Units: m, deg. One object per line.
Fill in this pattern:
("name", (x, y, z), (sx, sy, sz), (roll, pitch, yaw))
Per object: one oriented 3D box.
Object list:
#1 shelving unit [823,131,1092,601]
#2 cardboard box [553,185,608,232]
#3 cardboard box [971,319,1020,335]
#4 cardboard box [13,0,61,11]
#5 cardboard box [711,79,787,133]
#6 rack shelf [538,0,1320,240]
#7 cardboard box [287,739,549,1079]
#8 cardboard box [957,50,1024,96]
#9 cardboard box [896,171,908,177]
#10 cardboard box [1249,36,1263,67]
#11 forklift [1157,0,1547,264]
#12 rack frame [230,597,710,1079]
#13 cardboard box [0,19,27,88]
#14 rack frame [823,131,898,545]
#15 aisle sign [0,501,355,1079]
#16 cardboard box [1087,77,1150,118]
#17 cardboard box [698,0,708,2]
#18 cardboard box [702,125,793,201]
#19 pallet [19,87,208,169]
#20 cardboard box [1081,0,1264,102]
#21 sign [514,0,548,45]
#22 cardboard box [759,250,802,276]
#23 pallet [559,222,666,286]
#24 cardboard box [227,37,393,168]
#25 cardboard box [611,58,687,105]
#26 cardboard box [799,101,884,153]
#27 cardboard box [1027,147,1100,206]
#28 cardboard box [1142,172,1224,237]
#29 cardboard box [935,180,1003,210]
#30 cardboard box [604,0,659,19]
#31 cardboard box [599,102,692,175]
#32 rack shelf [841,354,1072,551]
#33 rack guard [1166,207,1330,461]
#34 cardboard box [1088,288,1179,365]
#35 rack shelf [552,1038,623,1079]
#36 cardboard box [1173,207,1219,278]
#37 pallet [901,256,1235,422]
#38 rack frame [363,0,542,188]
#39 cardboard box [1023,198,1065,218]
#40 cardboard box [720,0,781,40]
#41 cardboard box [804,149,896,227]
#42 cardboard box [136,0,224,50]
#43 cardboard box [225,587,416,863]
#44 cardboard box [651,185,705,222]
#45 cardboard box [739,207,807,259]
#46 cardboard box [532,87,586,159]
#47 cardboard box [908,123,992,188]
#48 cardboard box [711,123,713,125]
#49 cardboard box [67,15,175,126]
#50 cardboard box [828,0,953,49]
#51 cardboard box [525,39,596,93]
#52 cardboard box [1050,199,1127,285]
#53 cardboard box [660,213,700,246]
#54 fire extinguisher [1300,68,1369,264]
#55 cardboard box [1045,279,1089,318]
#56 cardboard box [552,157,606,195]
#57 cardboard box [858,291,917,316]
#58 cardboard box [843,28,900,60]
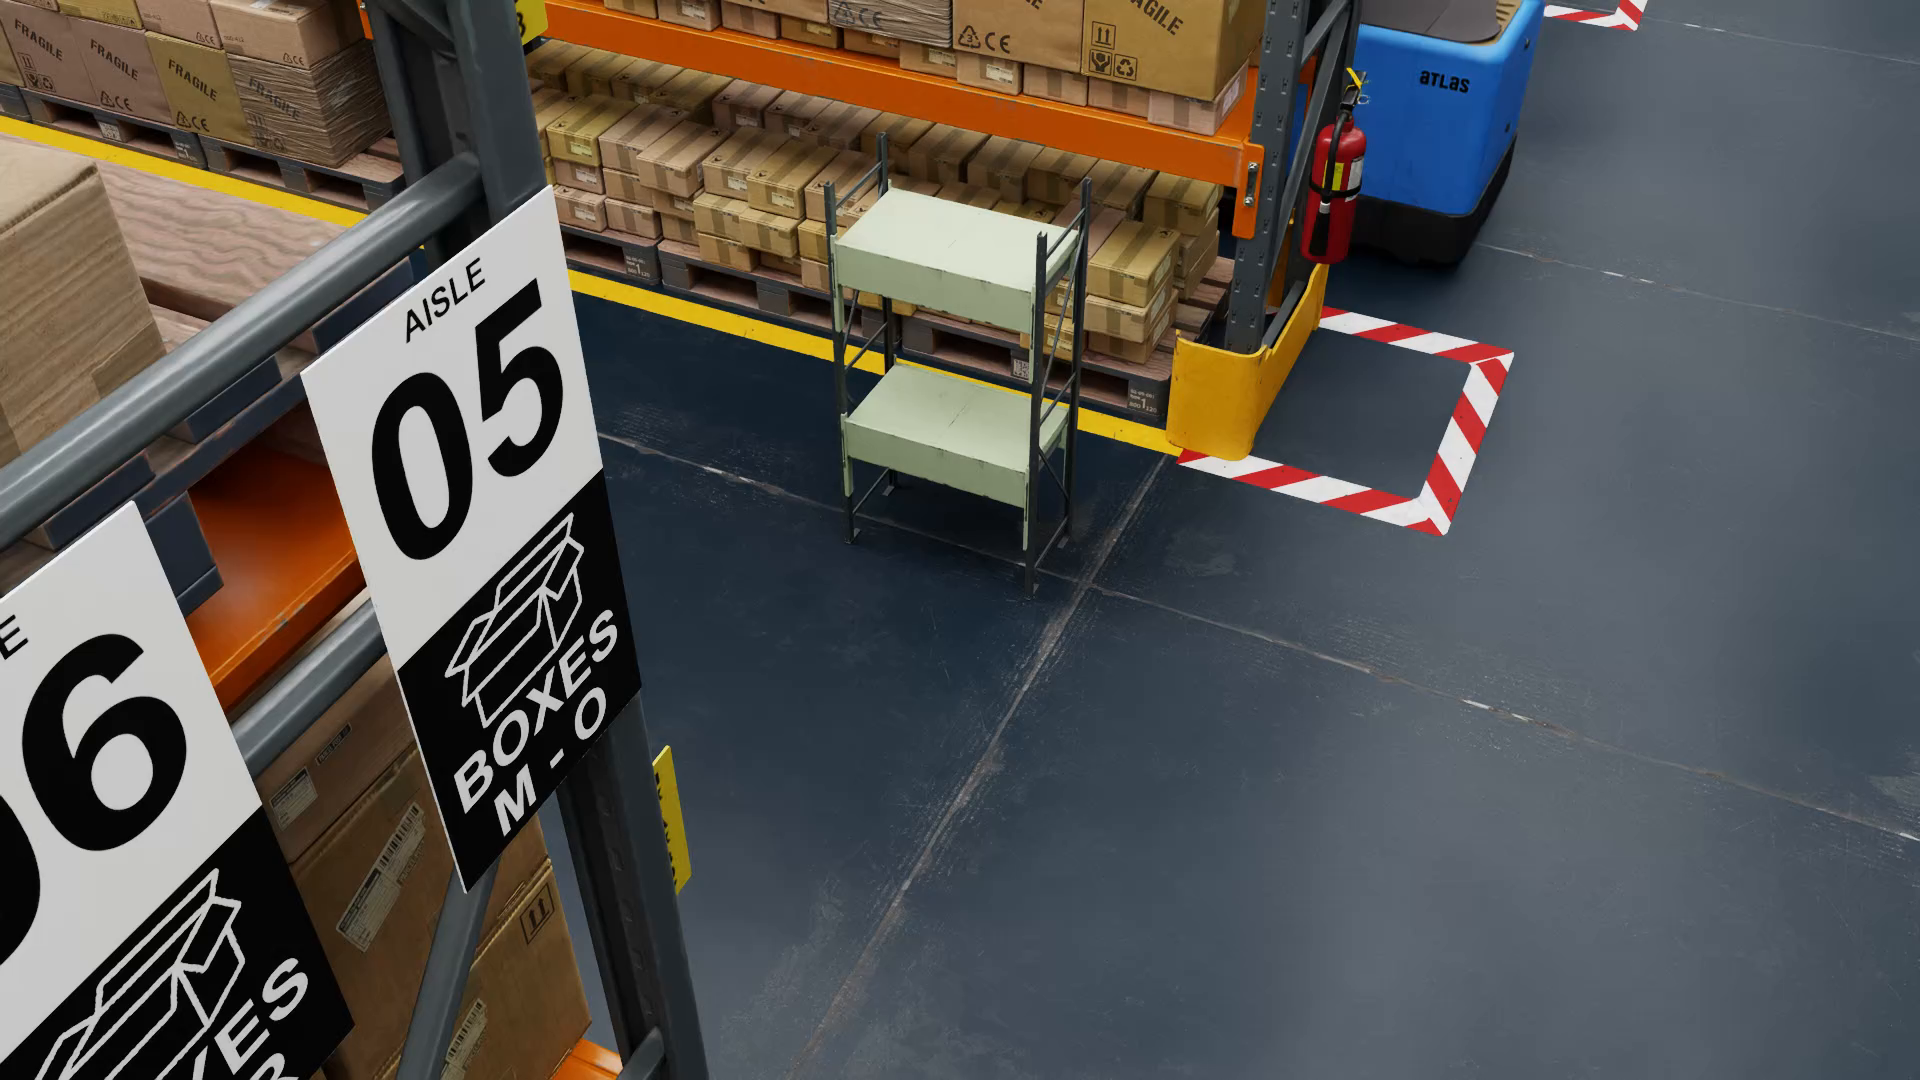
("shelving unit", (-0.006, -0.569, 5.761), (0.755, 1.500, 0.431), (17, 44, 19))
("cardboard box", (-1.661, -1.592, 7.653), (0.250, 0.149, 0.380), (17, 44, 18))
("cardboard box", (0.238, -1.045, 7.021), (0.250, 0.149, 0.380), (17, 44, 18))
("cardboard box", (-4.543, -2.899, 8.320), (0.500, 0.250, 0.500), (17, 44, 19))
("cardboard box", (-0.947, -2.026, 7.699), (0.250, 0.149, 0.380), (15, 43, 17))
("rack shelf", (-0.531, -2.088, 6.918), (4.000, 0.370, 1.077), (17, 44, 19))
("cardboard box", (-1.034, 0.442, 2.610), (0.500, 0.500, 0.500), (16, 43, 18))
("cardboard box", (0.182, -1.842, 6.277), (0.250, 0.149, 0.380), (18, 44, 20))
("cardboard box", (-0.299, -1.625, 7.464), (0.250, 0.149, 0.380), (19, 44, 21))
("cardboard box", (1.127, -1.996, 6.454), (0.250, 0.149, 0.380), (17, 44, 18))
("forklift", (1.162, -3.052, 7.534), (3.031, 2.935, 1.130), (18, 44, 20))
("rack frame", (-0.720, 1.160, 2.622), (0.127, 3.000, 1.000), (17, 44, 19))
("cardboard box", (-4.978, -2.751, 8.722), (0.500, 0.500, 0.500), (17, 44, 19))
("rack frame", (-0.338, -0.670, 5.878), (0.023, 1.500, 0.400), (17, 44, 19))
("aisle sign", (-0.786, 0.381, 1.535), (0.004, 0.787, 0.394), (17, 44, 19))
("cardboard box", (0.657, -1.725, 6.142), (0.250, 0.149, 0.380), (17, 44, 19))
("cardboard box", (-1.108, -2.484, 6.522), (0.500, 0.500, 0.500), (16, 43, 18))
("cardboard box", (-0.920, -1.645, 7.260), (0.250, 0.149, 0.380), (15, 43, 17))
("pallet", (-4.159, -2.412, 8.871), (1.213, 0.211, 1.003), (17, 44, 19))
("cardboard box", (0.766, -1.928, 5.881), (0.500, 0.500, 0.500), (18, 44, 19))
("sign", (-0.480, -0.662, 1.705), (0.005, 0.325, 0.100), (17, 44, 19))
("cardboard box", (-0.686, -1.341, 7.363), (0.250, 0.149, 0.380), (18, 44, 20))
("pallet", (-1.720, -1.695, 8.045), (1.213, 0.211, 1.003), (17, 44, 19))
("cardboard box", (-3.120, -2.183, 8.067), (0.500, 0.500, 0.500), (16, 43, 18))
("cardboard box", (-1.434, -2.164, 7.858), (0.250, 0.149, 0.380), (17, 44, 18))
("cardboard box", (-0.519, -1.825, 7.467), (0.250, 0.149, 0.380), (17, 44, 19))
("cardboard box", (0.476, -1.610, 7.219), (0.250, 0.149, 0.380), (17, 44, 19))
("cardboard box", (0.950, -1.459, 7.045), (0.250, 0.149, 0.380), (15, 43, 17))
("cardboard box", (-0.005, -1.318, 6.882), (0.250, 0.149, 0.380), (15, 43, 17))
("cardboard box", (-1.251, -2.289, 6.792), (0.250, 0.149, 0.380), (18, 44, 19))
("cardboard box", (-1.398, -1.791, 7.428), (0.250, 0.149, 0.380), (16, 43, 18))
("rack shelf", (-0.006, -0.322, 5.974), (0.720, 0.370, 0.431), (17, 44, 19))
("rack guard", (1.213, -0.883, 6.887), (0.348, 0.500, 1.175), (17, 44, 19))
("cardboard box", (0.716, -0.910, 6.865), (0.250, 0.149, 0.380), (18, 44, 19))
("rack shelf", (-2.532, 0.878, 3.496), (4.000, 0.370, 1.077), (17, 44, 19))
("cardboard box", (0.915, -1.297, 7.086), (0.250, 0.149, 0.380), (19, 44, 20))
("pallet", (0.492, -1.019, 7.265), (1.213, 0.211, 1.003), (17, 44, 19))
("rack frame", (-2.343, -2.914, 7.322), (0.127, 3.000, 1.000), (17, 44, 19))
("cardboard box", (0.432, -1.422, 7.229), (0.250, 0.149, 0.380), (18, 44, 19))
("cardboard box", (-0.748, -2.164, 6.648), (0.250, 0.149, 0.380), (19, 44, 20))
("cardboard box", (-0.464, -1.498, 7.090), (0.250, 0.149, 0.380), (16, 43, 17))
("cardboard box", (-3.585, -2.618, 7.995), (0.500, 0.250, 0.500), (19, 44, 21))
("cardboard box", (-0.924, 0.237, 2.352), (0.250, 0.149, 0.380), (18, 44, 20))
("cardboard box", (-1.164, -1.588, 7.421), (0.250, 0.149, 0.380), (19, 44, 21))
("cardboard box", (-0.749, -1.397, 7.201), (0.250, 0.149, 0.380), (17, 44, 19))
("cardboard box", (-1.894, -1.890, 7.542), (0.250, 0.149, 0.380), (19, 44, 21))
("cardboard box", (-0.031, -1.712, 7.337), (0.250, 0.149, 0.380), (19, 44, 20))
("cardboard box", (-1.237, -1.950, 7.839), (0.250, 0.149, 0.380), (17, 44, 19))
("cardboard box", (-4.048, -2.470, 8.398), (0.500, 0.500, 0.500), (16, 43, 18))
("cardboard box", (-0.162, -2.208, 6.204), (0.500, 0.500, 0.500), (17, 44, 19))
("cardboard box", (-1.911, -2.276, 7.988), (0.250, 0.149, 0.380), (18, 44, 20))
("cardboard box", (0.491, -1.212, 6.760), (0.250, 0.149, 0.380), (18, 44, 19))
("cardboard box", (-1.151, -1.498, 7.544), (0.250, 0.149, 0.380), (15, 43, 17))
("fire extinguisher", (1.315, -1.292, 5.795), (0.183, 0.674, 0.296), (17, 44, 19))
("cardboard box", (0.469, -1.081, 6.836), (0.250, 0.149, 0.380), (16, 43, 18))
("cardboard box", (-1.647, -1.754, 7.613), (0.250, 0.149, 0.380), (17, 44, 18))
("cardboard box", (-0.249, -1.139, 7.130), (0.250, 0.149, 0.380), (15, 43, 17))
("cardboard box", (-0.263, -2.043, 6.508), (0.250, 0.149, 0.380), (15, 43, 17))
